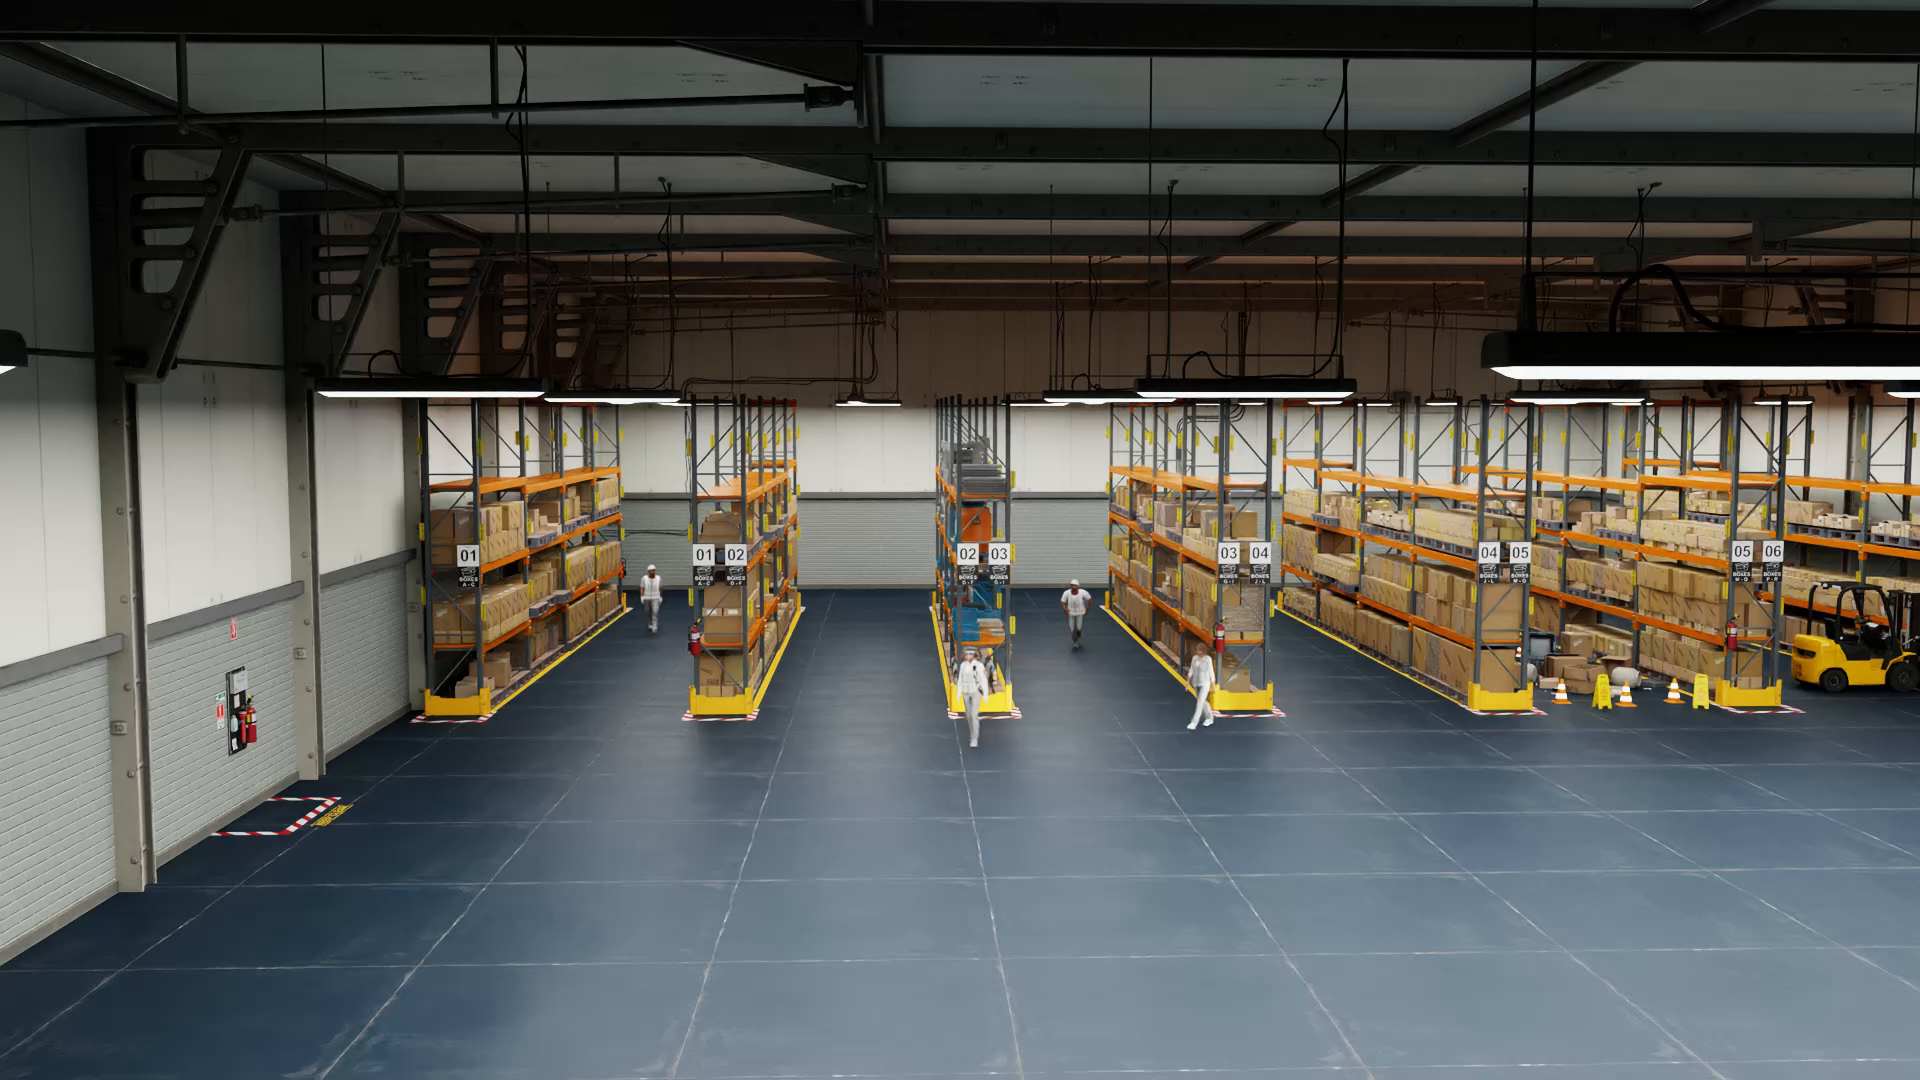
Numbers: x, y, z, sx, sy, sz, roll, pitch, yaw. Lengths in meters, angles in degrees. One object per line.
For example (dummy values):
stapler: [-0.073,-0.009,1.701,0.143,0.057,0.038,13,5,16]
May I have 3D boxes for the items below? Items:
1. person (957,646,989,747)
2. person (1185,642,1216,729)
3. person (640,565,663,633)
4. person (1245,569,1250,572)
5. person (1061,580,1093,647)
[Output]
person: [0.165,2.657,28.385,0.601,1.659,0.710,3,5,31]
person: [4.261,2.598,29.706,0.975,1.540,0.442,-4,6,-42]
person: [-7.909,1.501,42.572,0.548,1.727,1.094,0,5,-5]
person: [8.563,1.031,49.157,0.469,1.615,1.066,2,5,25]
person: [2.793,1.757,39.793,0.747,1.672,0.677,1,5,9]
